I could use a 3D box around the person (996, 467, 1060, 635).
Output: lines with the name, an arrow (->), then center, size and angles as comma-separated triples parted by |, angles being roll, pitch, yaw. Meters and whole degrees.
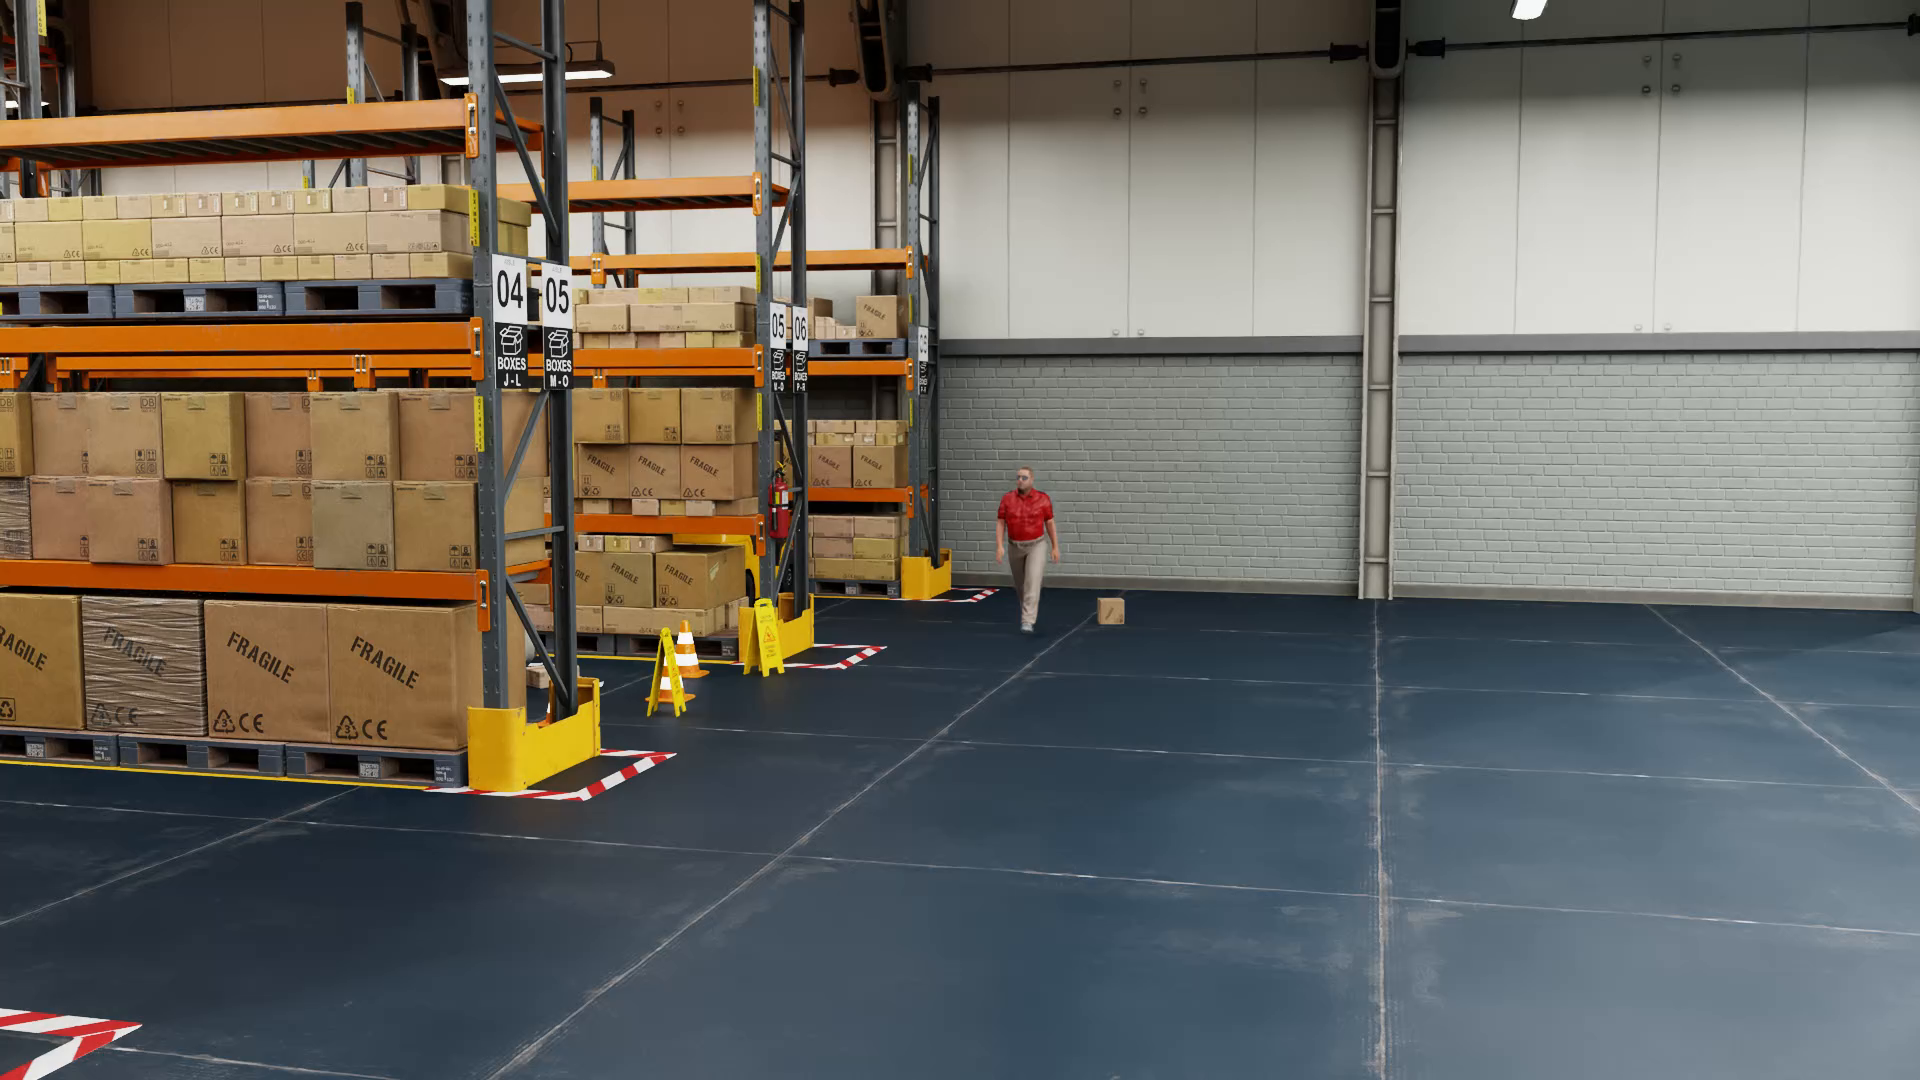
person -> 0.666, 0.091, 16.727 | 0.577, 1.662, 1.128 | 2, 5, 18
